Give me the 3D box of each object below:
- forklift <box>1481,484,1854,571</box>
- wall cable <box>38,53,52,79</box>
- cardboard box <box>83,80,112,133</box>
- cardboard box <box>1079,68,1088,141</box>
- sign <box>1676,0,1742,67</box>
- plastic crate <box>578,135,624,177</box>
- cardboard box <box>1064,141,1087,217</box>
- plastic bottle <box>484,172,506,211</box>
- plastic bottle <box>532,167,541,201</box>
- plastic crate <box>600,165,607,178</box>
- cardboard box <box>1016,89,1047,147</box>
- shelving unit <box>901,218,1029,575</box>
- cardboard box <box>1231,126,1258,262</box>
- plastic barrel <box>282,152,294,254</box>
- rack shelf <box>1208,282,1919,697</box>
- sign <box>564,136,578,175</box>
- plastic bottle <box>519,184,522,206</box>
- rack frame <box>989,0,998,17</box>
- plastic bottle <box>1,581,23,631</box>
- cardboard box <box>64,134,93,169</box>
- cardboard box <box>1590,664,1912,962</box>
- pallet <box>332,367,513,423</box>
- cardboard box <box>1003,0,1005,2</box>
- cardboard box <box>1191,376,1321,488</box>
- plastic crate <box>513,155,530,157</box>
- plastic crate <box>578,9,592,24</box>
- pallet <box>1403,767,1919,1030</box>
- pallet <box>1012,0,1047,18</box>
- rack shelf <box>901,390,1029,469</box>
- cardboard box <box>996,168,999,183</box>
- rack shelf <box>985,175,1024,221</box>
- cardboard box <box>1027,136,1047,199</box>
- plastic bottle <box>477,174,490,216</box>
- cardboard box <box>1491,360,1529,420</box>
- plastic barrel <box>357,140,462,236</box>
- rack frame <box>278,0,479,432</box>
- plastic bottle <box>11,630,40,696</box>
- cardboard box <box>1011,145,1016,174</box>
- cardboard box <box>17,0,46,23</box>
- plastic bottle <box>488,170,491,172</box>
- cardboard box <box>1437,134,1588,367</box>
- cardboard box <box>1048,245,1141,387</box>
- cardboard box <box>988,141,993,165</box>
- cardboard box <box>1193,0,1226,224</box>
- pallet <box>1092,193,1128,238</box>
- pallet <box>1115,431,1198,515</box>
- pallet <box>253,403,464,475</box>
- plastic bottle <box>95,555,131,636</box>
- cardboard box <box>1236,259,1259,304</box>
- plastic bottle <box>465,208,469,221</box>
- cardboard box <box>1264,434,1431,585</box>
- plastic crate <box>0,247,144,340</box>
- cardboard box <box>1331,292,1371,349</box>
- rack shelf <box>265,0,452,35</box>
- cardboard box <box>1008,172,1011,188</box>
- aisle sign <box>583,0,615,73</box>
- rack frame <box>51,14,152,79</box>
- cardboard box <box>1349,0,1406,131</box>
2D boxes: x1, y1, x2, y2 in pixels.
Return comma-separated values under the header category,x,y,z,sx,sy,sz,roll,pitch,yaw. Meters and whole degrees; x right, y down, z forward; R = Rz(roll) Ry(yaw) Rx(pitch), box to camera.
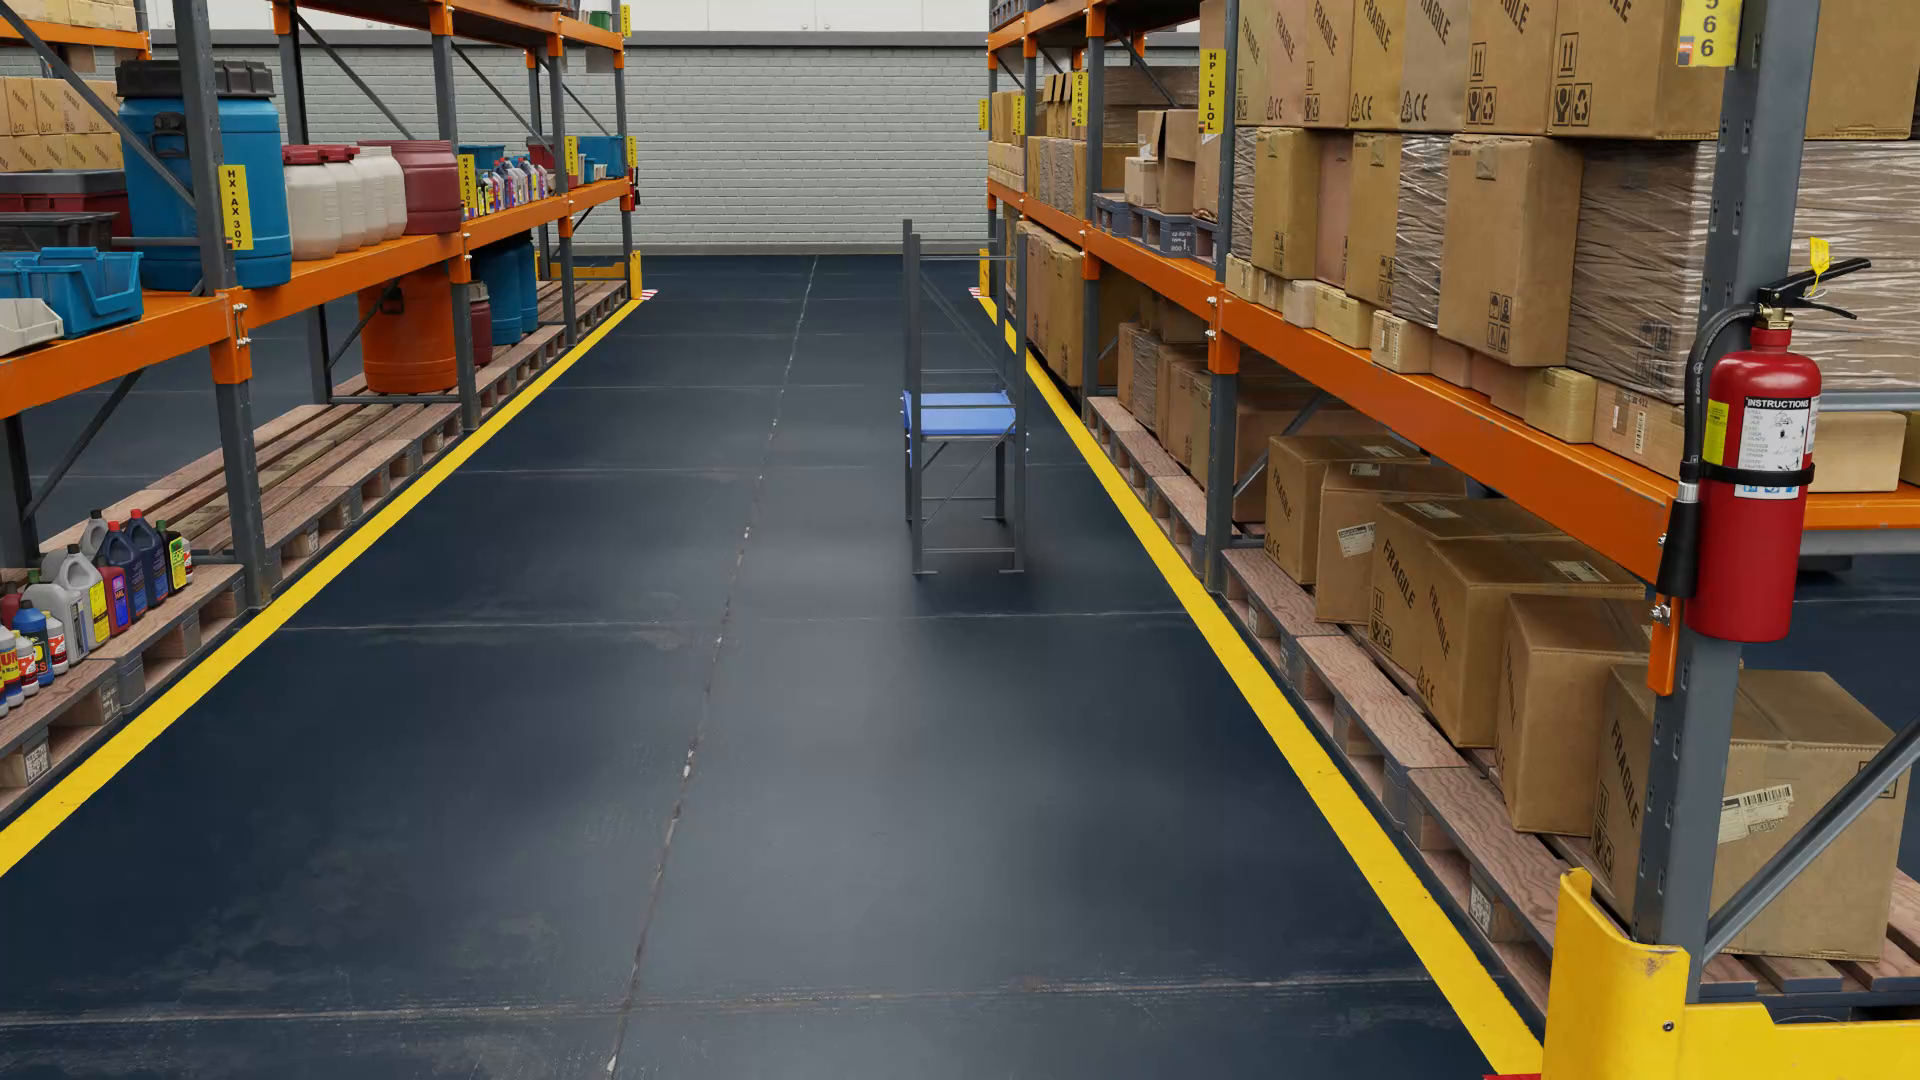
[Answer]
category,x,y,z,sx,sy,sz,roll,pitch,yaw
forklift,3.386,-1.592,8.333,1.130,2.935,3.031,0,14,0
wall cable,-14.009,-6.807,22.653,3.097,2.526,0.112,-1,14,-3
cardboard box,-8.701,-4.242,16.286,0.500,0.500,0.500,0,14,-2
cardboard box,1.245,-3.111,11.884,0.797,0.503,0.637,-1,14,-2
sign,1.252,-0.953,2.754,0.100,0.325,0.005,-1,14,-3
plastic crate,-3.920,-4.112,17.795,0.616,0.435,0.499,-1,14,-3
cardboard box,1.009,-2.524,11.616,0.500,0.500,0.500,-1,14,-4
plastic bottle,-3.422,-2.554,12.181,0.152,0.276,0.135,-1,14,-3
plastic bottle,-3.510,-2.907,13.554,0.152,0.276,0.135,-1,14,-3
plastic crate,-3.896,-3.847,17.368,0.396,0.136,0.243,-1,14,-3
cardboard box,0.768,-3.772,14.867,0.500,0.500,0.500,0,14,-2
shelving unit,0.005,-0.705,7.757,0.538,1.500,1.048,-1,14,-3
cardboard box,1.525,-1.317,6.330,0.875,0.500,0.500,-1,14,-3
plastic barrel,-3.225,-1.469,7.442,0.433,0.535,0.433,0,14,0
rack shelf,1.683,-0.392,4.974,1.077,0.370,4.000,-1,14,-3
sign,-3.331,-3.293,14.250,0.100,0.325,0.005,-1,14,-3
plastic bottle,-3.436,-2.684,12.835,0.097,0.201,0.097,0,14,0
rack frame,0.816,-7.128,17.669,1.000,3.000,0.127,-1,14,-3
plastic bottle,-3.125,0.267,5.537,0.061,0.283,0.133,-1,14,-3
cardboard box,-8.680,-3.633,15.926,0.500,0.500,0.500,-1,14,-4
cardboard box,1.785,0.609,3.815,0.500,0.500,0.500,2,15,7
pallet,-3.722,-1.001,11.494,1.003,0.211,1.213,-1,14,-3
cardboard box,0.816,-5.705,16.915,0.700,0.500,0.500,-1,14,-5
cardboard box,1.532,-0.512,8.131,0.700,0.500,0.500,-1,14,-4
plastic crate,-4.400,-3.864,17.238,0.416,0.233,0.300,-1,14,-3
plastic crate,-3.752,-4.961,15.796,0.437,0.136,0.530,-1,14,-3
pallet,1.787,0.886,4.160,1.003,0.211,1.213,-1,14,-3
pallet,1.023,-4.841,14.979,1.003,0.211,1.213,-1,14,-3
rack shelf,0.005,-0.531,7.802,0.538,0.185,1.000,-1,14,-3
cardboard box,0.574,-3.752,17.092,0.380,0.149,0.250,-1,14,-5
rack shelf,0.940,-3.376,16.573,1.077,0.370,4.000,-1,14,-3
cardboard box,0.843,-3.158,14.078,0.500,0.500,0.500,-1,14,-3
plastic bottle,-3.342,-2.419,11.642,0.061,0.283,0.133,-1,14,-3
cardboard box,1.502,-0.375,3.969,0.380,0.149,0.250,-1,14,-3
plastic barrel,-3.301,-2.111,9.940,0.600,0.536,0.708,-1,14,-3
rack frame,-3.632,-2.156,10.387,1.000,3.000,0.127,-1,14,-3
plastic bottle,-2.971,0.385,5.243,0.097,0.201,0.097,0,14,0
cardboard box,0.740,-3.533,15.443,0.500,0.250,0.500,0,14,-2
cardboard box,-8.664,-4.829,15.056,0.500,0.250,0.500,-1,14,-3
plastic bottle,-3.579,-2.682,12.687,0.097,0.271,0.097,0,14,0
cardboard box,1.650,-0.695,3.911,0.875,0.500,0.500,-1,14,-3
cardboard box,1.290,-1.579,11.565,1.225,0.875,0.875,-2,15,-6
cardboard box,0.576,-4.170,17.918,0.500,0.250,0.500,-1,14,-5
cardboard box,1.650,-1.932,7.467,1.000,1.000,1.000,-1,14,-3
pallet,1.462,-1.964,10.026,1.213,0.211,1.003,-1,14,-3
pallet,1.431,-0.385,9.100,1.003,0.211,1.213,-1,14,-3
pallet,-3.623,-0.612,9.983,1.003,0.211,1.213,-1,14,-3
plastic bottle,-2.993,0.184,5.859,0.061,0.283,0.133,0,14,0
cardboard box,1.275,-0.996,6.381,0.380,0.149,0.250,-1,14,-3
plastic bottle,-3.322,-2.226,11.057,0.097,0.201,0.097,0,14,0
cardboard box,1.544,-0.131,6.688,0.500,0.500,0.500,-1,14,-5
plastic crate,-3.045,-0.818,5.486,0.499,0.251,0.616,-1,14,-3
cardboard box,1.379,-0.685,5.174,0.380,0.149,0.250,-1,14,-3
rack shelf,-3.508,-2.763,8.170,1.077,0.370,4.000,-1,14,-3
cardboard box,0.654,-3.433,15.852,0.380,0.149,0.250,-1,14,-2
aisle sign,-3.840,-5.427,17.883,0.394,0.787,0.004,-1,14,-3
rack frame,-9.072,-4.070,17.826,1.000,3.000,0.127,-1,14,-3
cardboard box,1.438,-1.426,4.744,0.500,0.500,0.500,-1,14,-3
